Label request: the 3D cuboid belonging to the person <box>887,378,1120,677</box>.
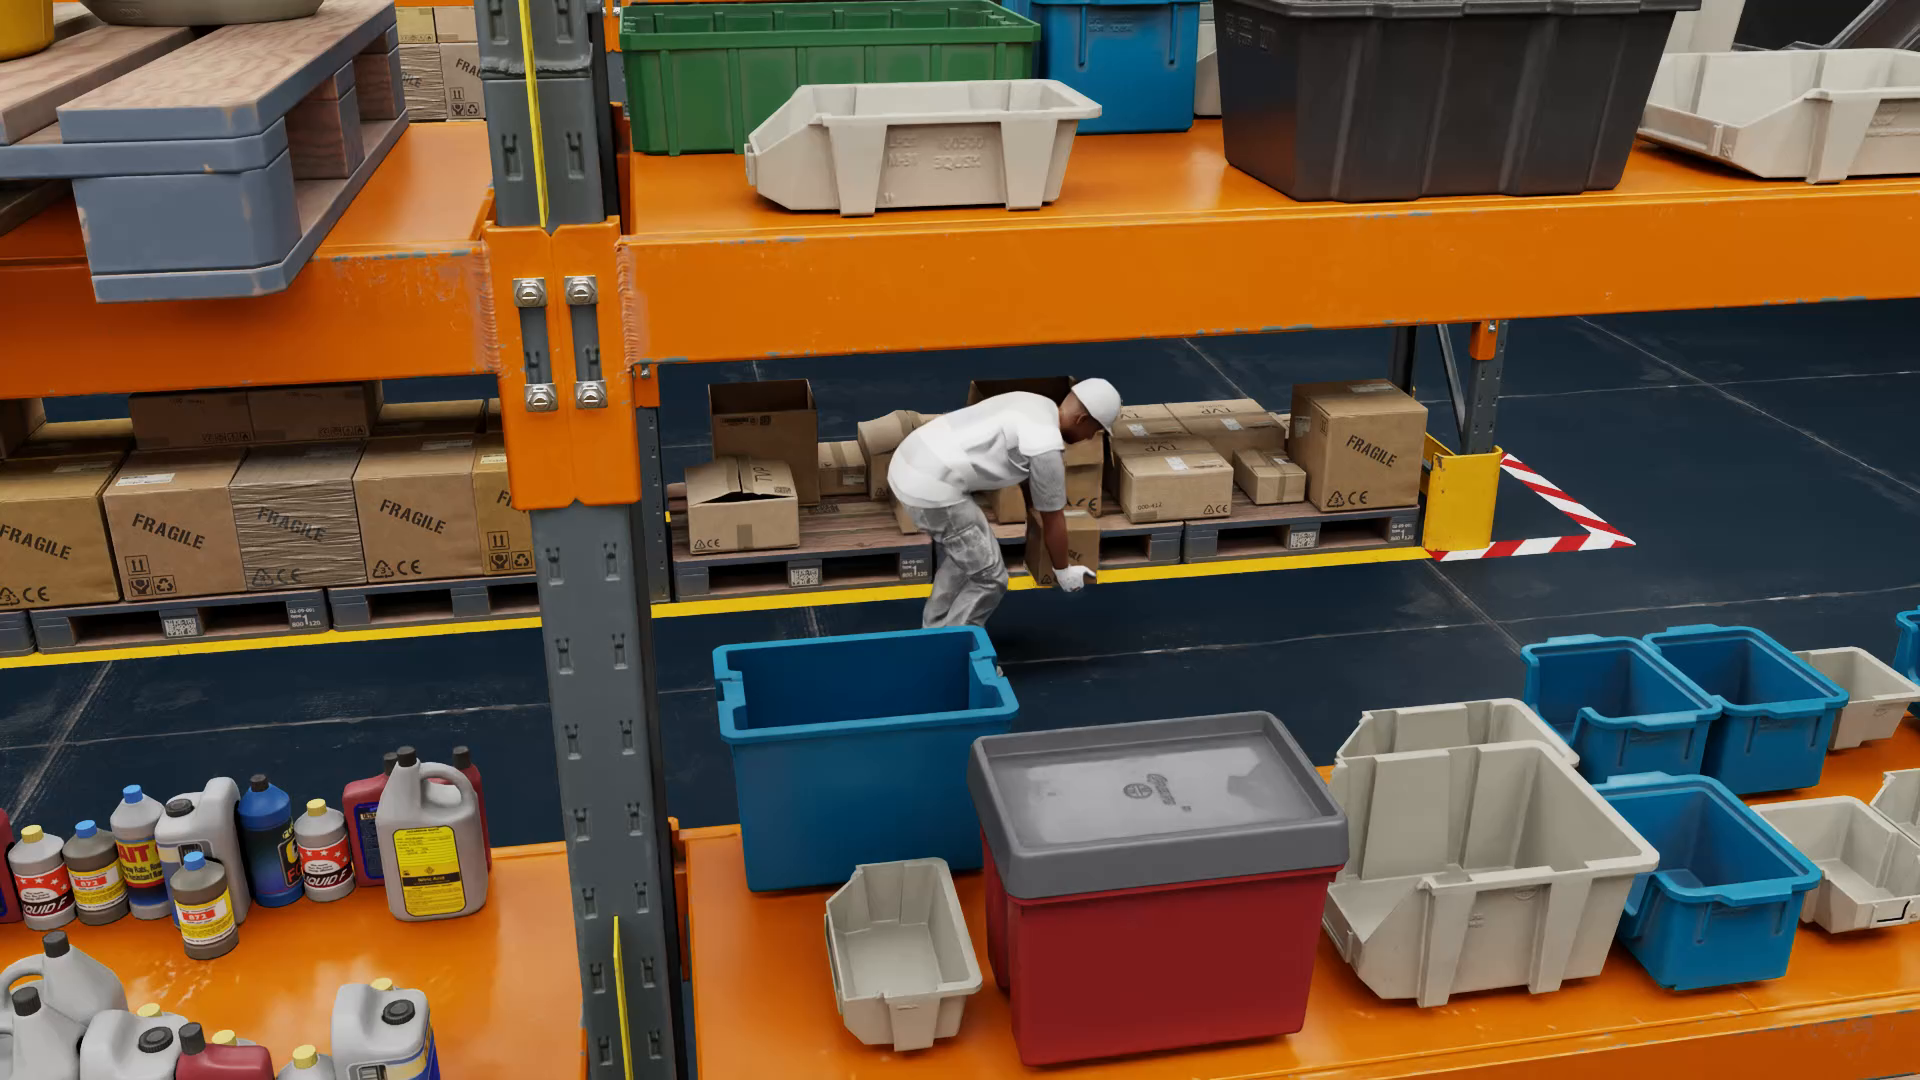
[{"bbox_3d":[0.186,-0.048,6.875,0.954,1.238,0.516,-5,24,-12],"label":"person"}]
